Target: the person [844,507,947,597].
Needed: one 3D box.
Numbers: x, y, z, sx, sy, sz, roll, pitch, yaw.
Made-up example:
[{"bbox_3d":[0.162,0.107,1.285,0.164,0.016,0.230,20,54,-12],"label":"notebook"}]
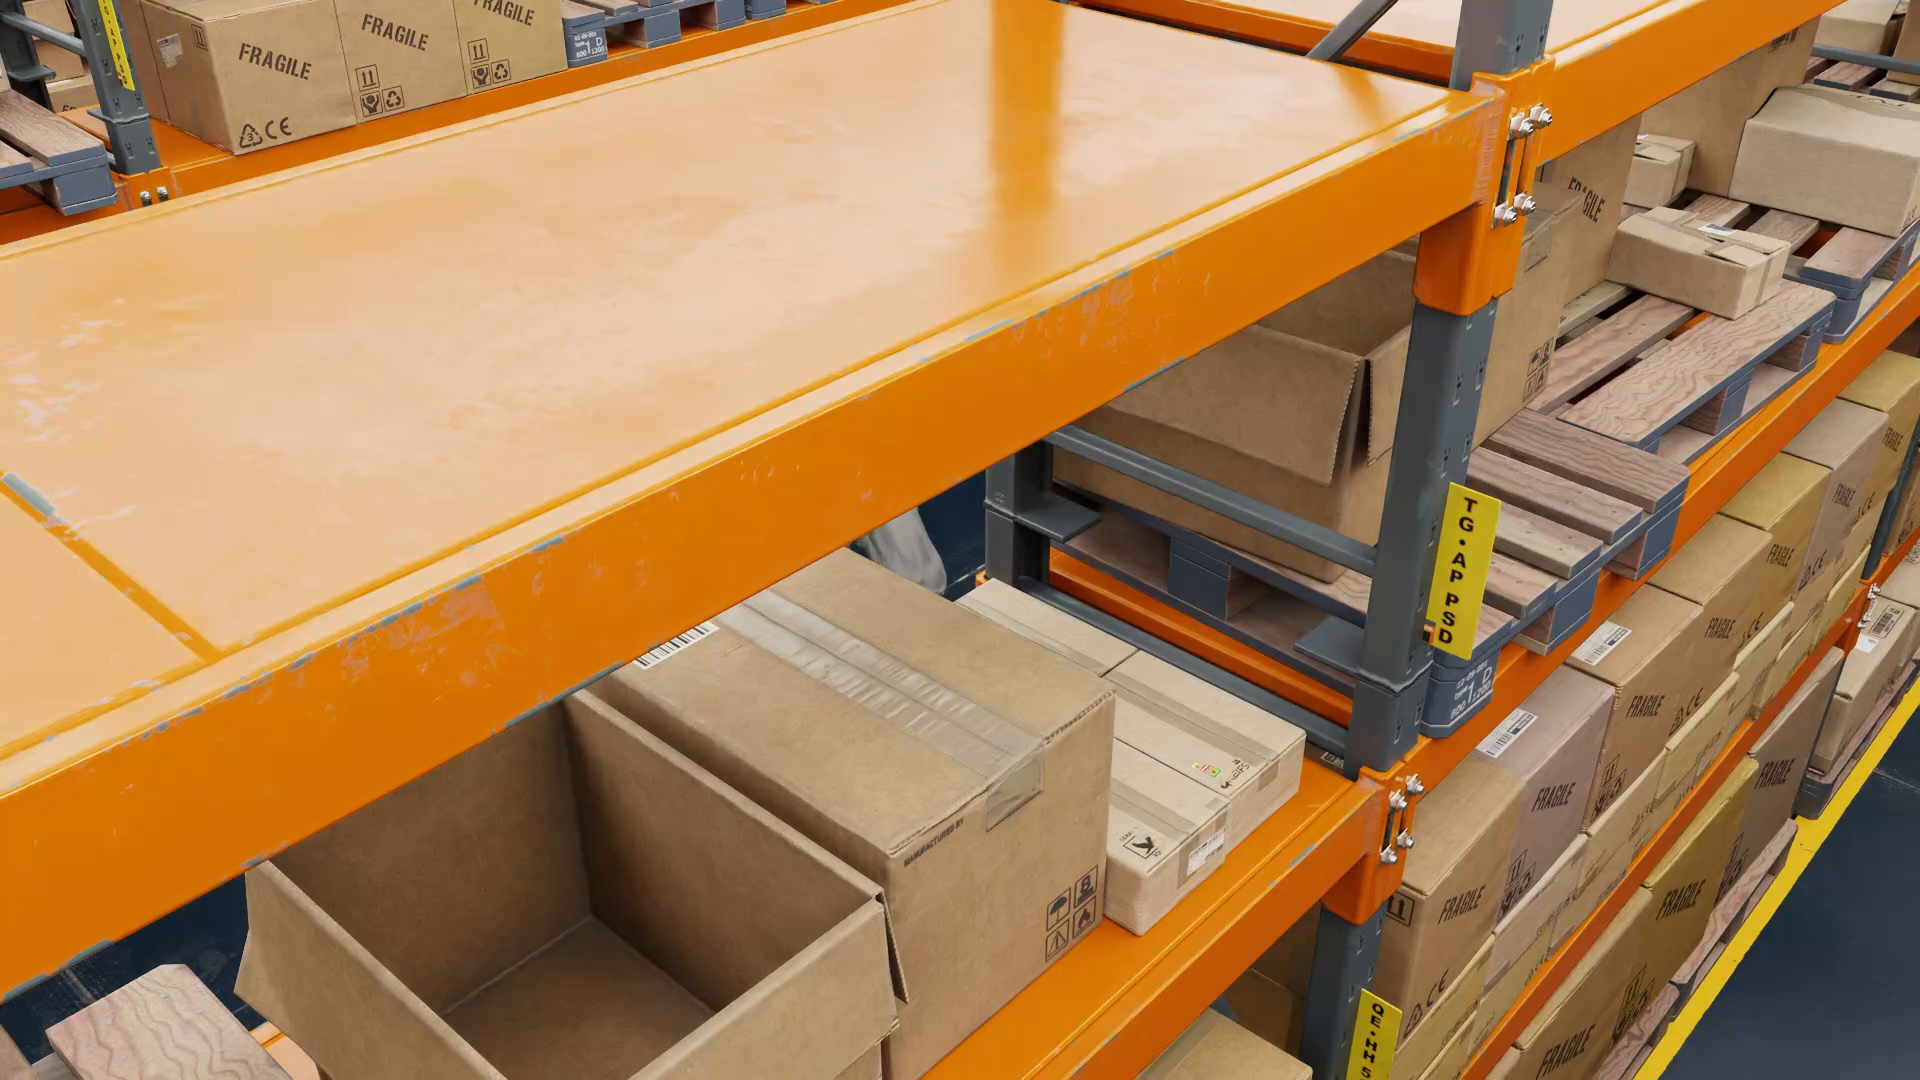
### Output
[{"bbox_3d":[-0.366,0.197,7.582,0.621,1.336,0.461,26,40,35],"label":"person"}]
